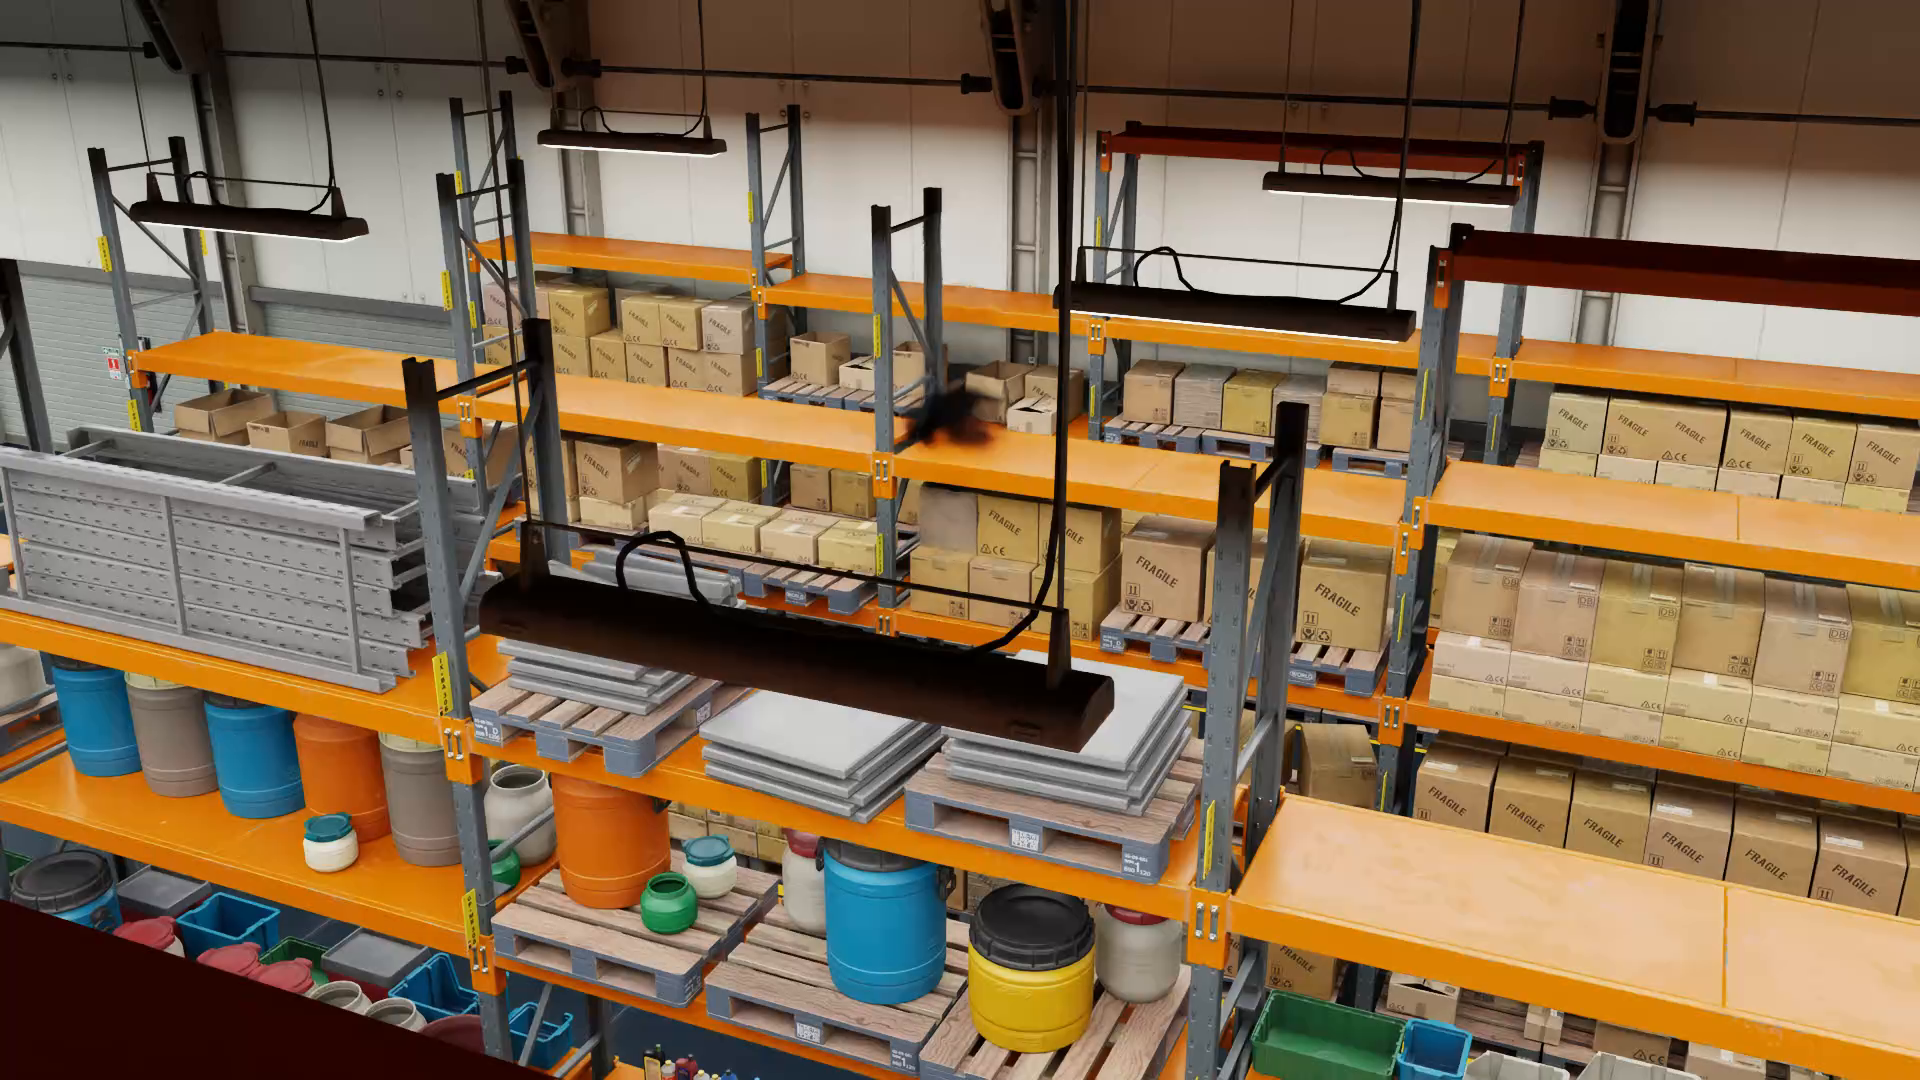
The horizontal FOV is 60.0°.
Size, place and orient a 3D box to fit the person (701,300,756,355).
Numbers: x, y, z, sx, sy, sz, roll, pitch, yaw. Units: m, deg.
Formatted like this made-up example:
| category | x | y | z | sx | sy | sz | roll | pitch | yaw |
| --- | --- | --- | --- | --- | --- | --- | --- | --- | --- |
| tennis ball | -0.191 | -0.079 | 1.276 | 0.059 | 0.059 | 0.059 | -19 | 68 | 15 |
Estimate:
| category | x | y | z | sx | sy | sz | roll | pitch | yaw |
| --- | --- | --- | --- | --- | --- | --- | --- | --- | --- |
| person | -7.813 | 1.055 | 14.527 | 7.538 | 3.837 | 13.983 | 6 | 21 | 15 |
